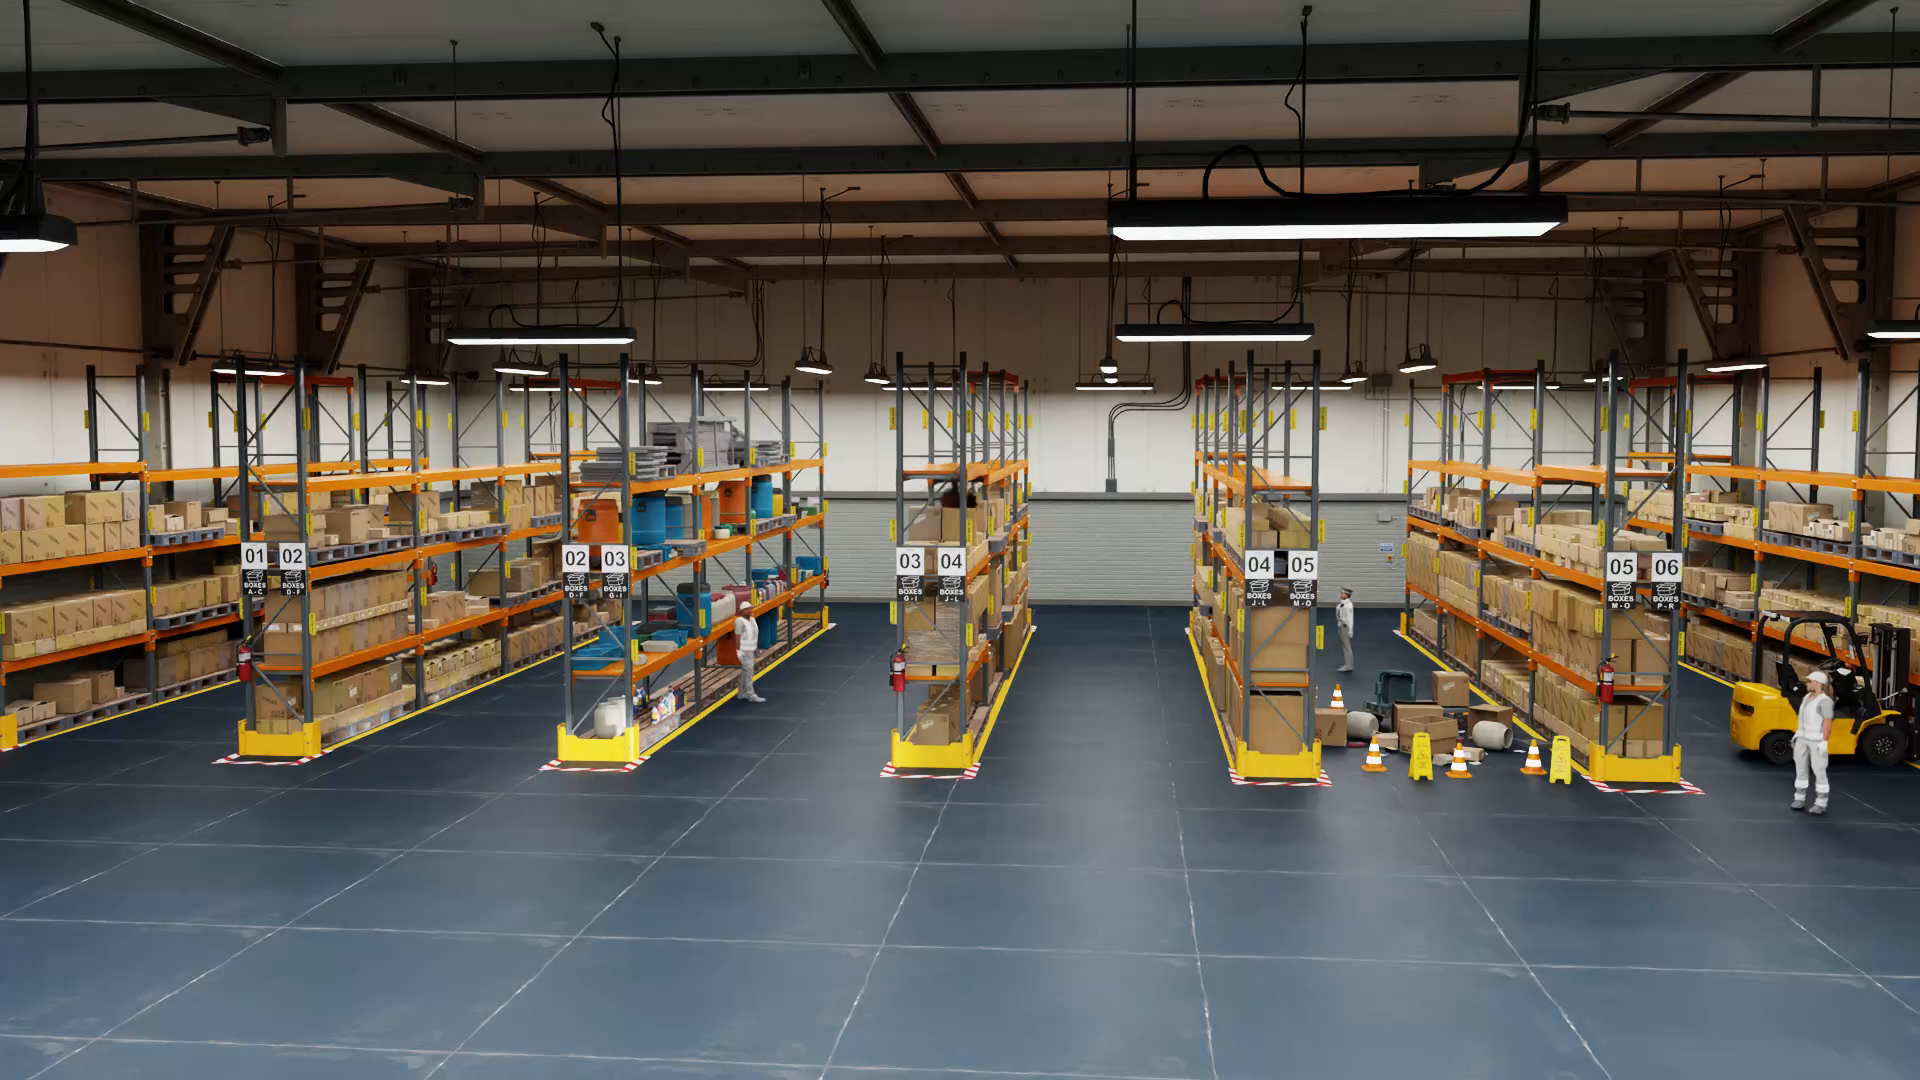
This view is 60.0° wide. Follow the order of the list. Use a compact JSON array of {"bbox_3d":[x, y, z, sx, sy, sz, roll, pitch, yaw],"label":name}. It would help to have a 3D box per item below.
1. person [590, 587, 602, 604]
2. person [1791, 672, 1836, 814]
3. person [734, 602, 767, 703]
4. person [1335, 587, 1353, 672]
[{"bbox_3d":[-9.322,1.154,42.472,0.799,1.667,0.588,2,4,23],"label":"person"},{"bbox_3d":[10.970,2.587,21.368,0.383,1.799,0.592,-2,5,-27],"label":"person"},{"bbox_3d":[-3.745,2.000,29.881,0.612,1.773,0.635,1,4,13],"label":"person"},{"bbox_3d":[7.734,1.783,33.482,0.362,1.687,0.565,1,4,13],"label":"person"}]
